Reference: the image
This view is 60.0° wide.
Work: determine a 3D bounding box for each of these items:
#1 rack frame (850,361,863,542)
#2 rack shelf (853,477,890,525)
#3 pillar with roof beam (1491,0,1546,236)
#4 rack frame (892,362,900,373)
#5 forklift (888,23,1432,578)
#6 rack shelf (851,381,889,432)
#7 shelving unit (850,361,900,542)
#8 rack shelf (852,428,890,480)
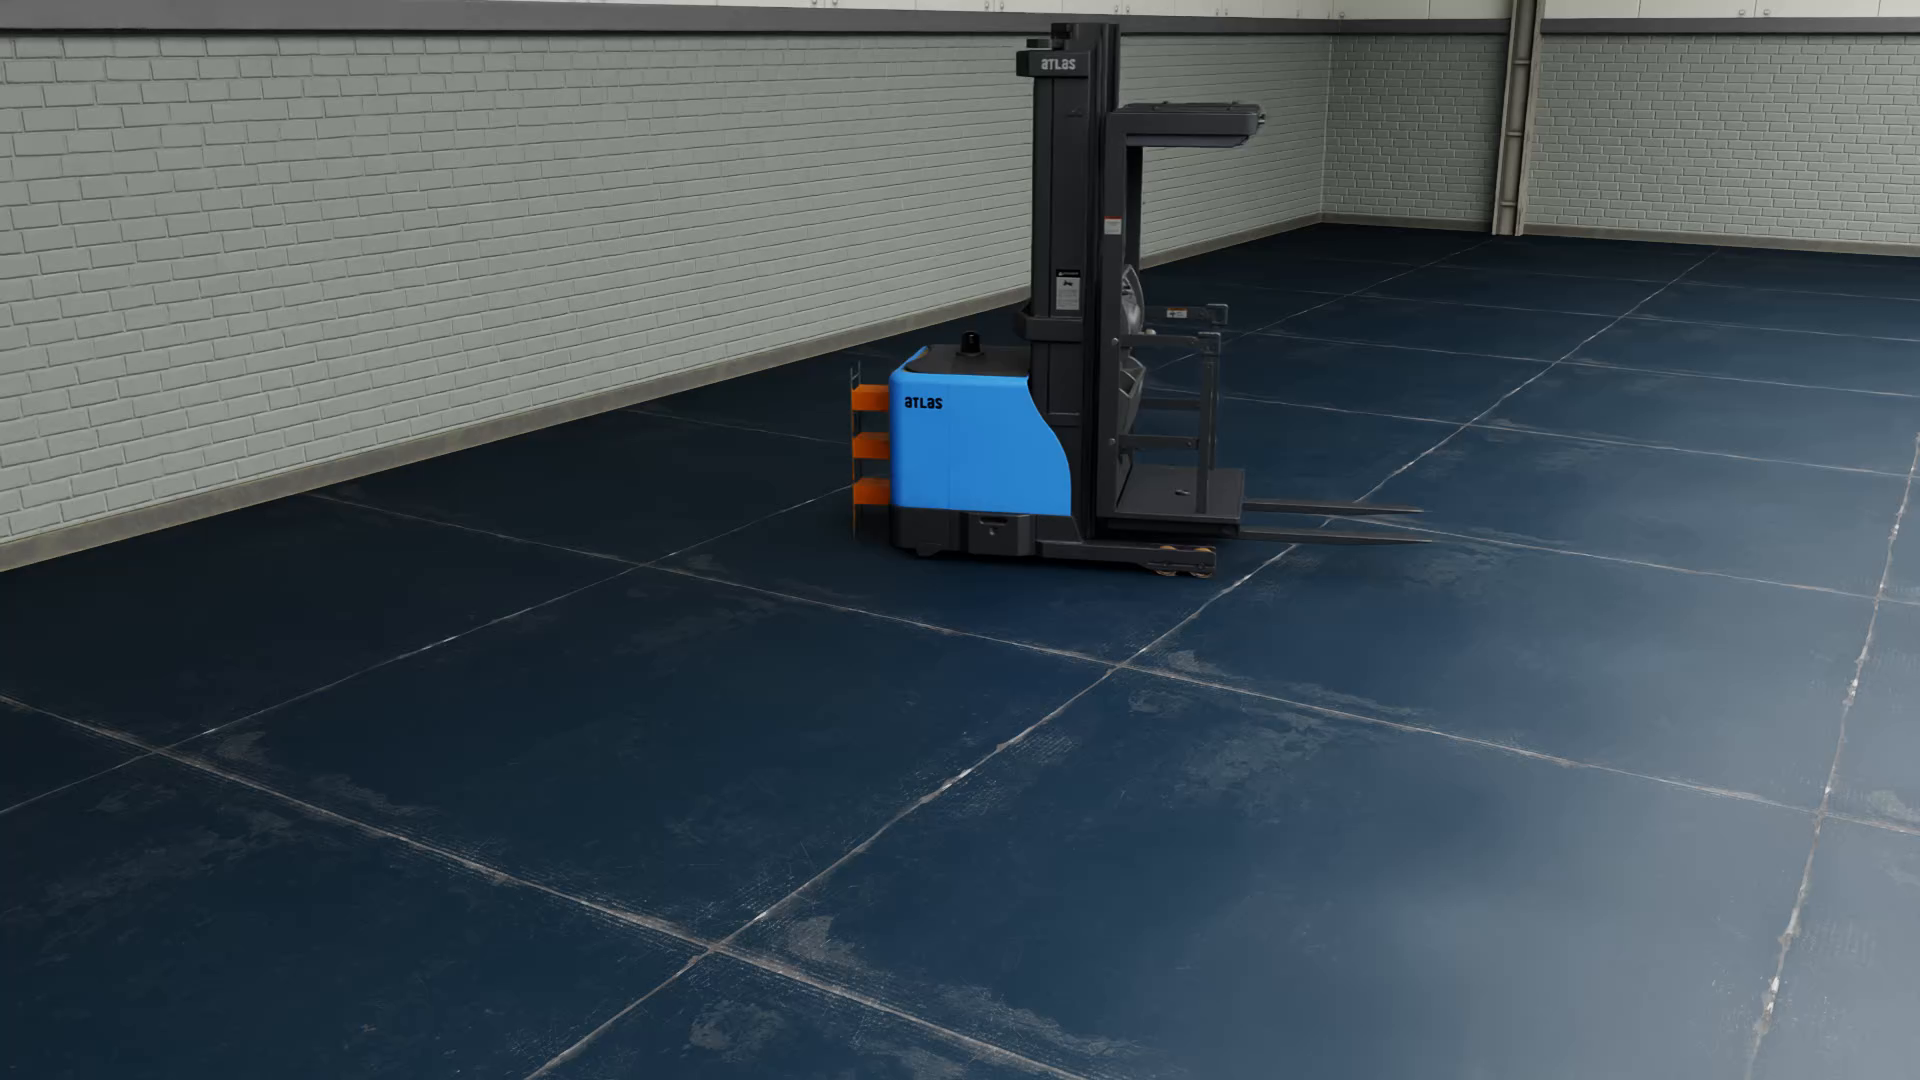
[{"bbox_3d":[-0.608,-0.517,9.777,0.008,1.050,0.200,3,17,10],"label":"rack frame"},{"bbox_3d":[-0.488,-0.234,9.839,0.240,0.259,0.215,3,17,10],"label":"rack shelf"},{"bbox_3d":[5.993,-7.848,20.234,0.400,9.000,9.100,10,20,30],"label":"pillar with roof beam"},{"bbox_3d":[-0.369,-0.504,9.733,0.008,1.050,0.200,3,17,10],"label":"rack frame"},{"bbox_3d":[1.156,-1.360,9.316,3.031,2.935,1.130,3,17,10],"label":"forklift"},{"bbox_3d":[-0.488,-0.772,9.676,0.240,0.259,0.215,3,17,10],"label":"rack shelf"},{"bbox_3d":[-0.488,-0.510,9.755,0.252,1.050,0.215,3,17,10],"label":"shelving unit"},{"bbox_3d":[-0.488,-0.500,9.758,0.240,0.259,0.215,3,17,10],"label":"rack shelf"}]
